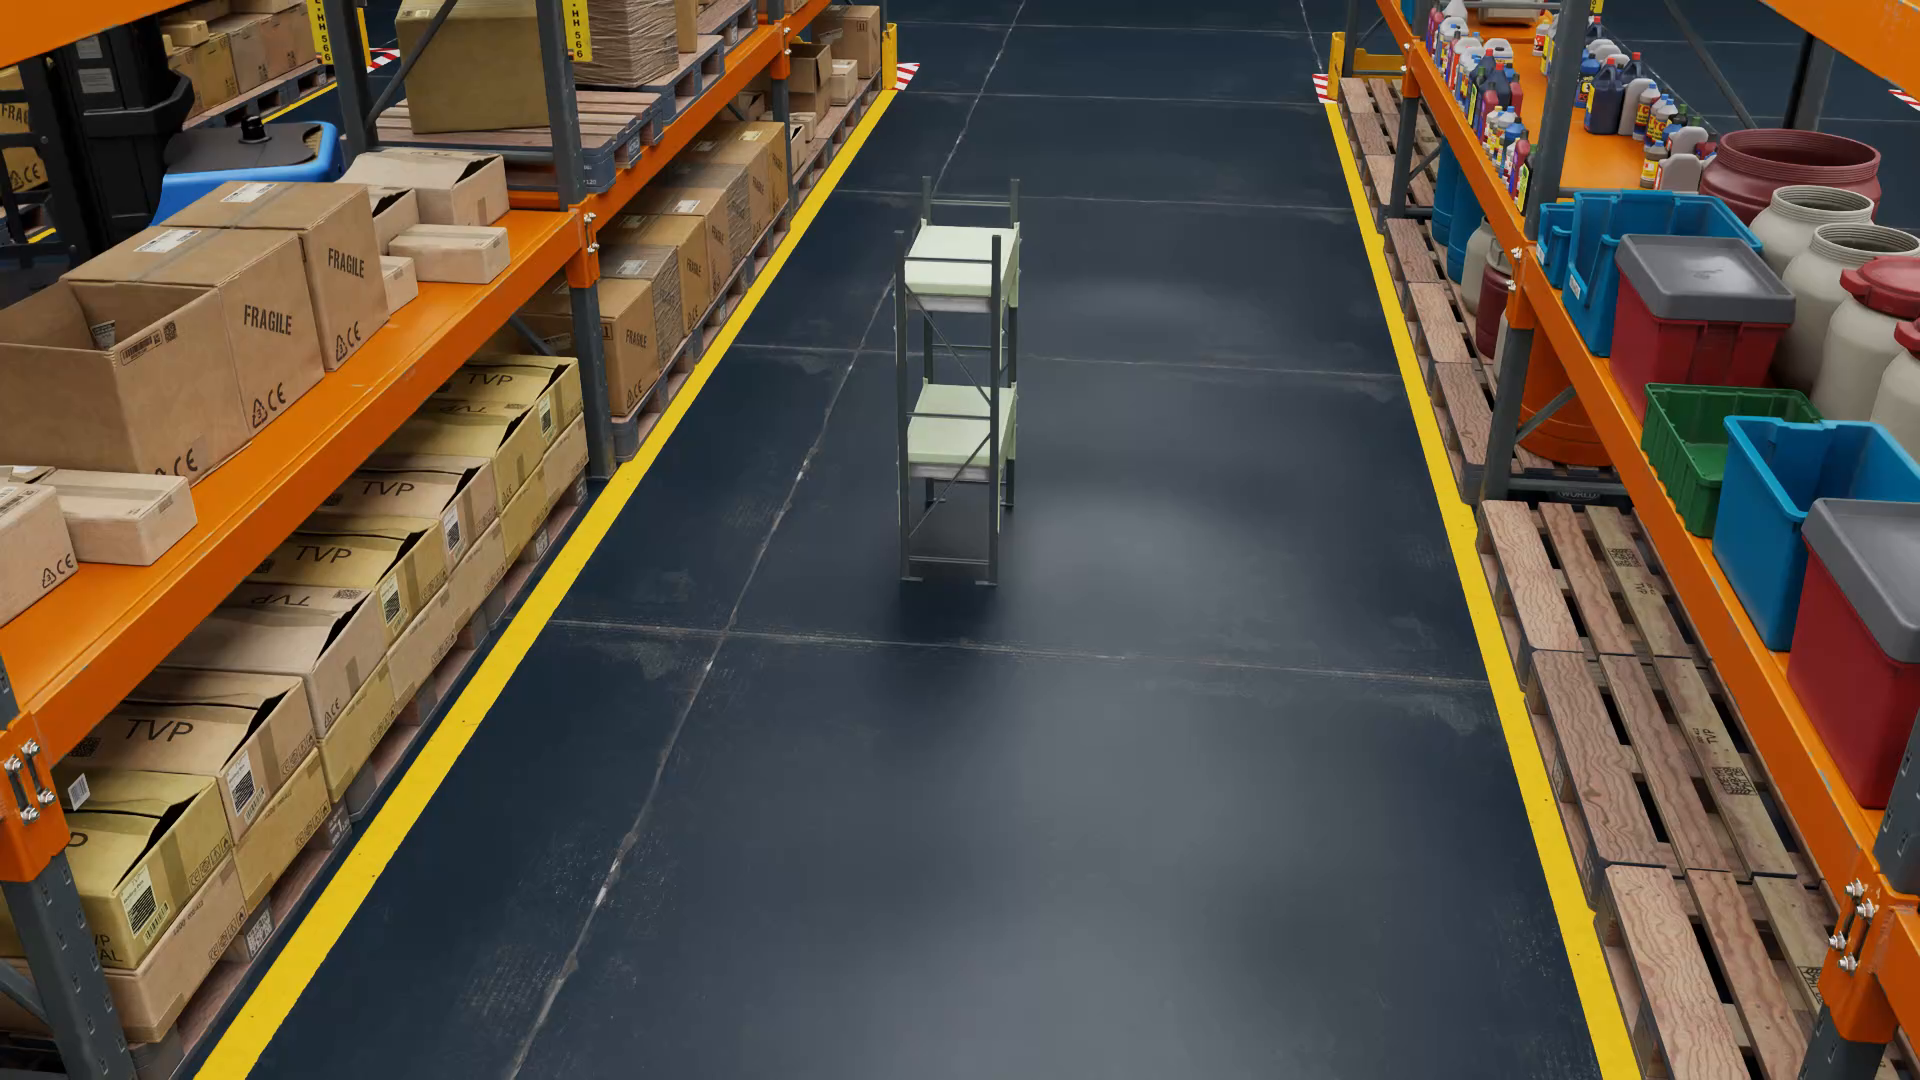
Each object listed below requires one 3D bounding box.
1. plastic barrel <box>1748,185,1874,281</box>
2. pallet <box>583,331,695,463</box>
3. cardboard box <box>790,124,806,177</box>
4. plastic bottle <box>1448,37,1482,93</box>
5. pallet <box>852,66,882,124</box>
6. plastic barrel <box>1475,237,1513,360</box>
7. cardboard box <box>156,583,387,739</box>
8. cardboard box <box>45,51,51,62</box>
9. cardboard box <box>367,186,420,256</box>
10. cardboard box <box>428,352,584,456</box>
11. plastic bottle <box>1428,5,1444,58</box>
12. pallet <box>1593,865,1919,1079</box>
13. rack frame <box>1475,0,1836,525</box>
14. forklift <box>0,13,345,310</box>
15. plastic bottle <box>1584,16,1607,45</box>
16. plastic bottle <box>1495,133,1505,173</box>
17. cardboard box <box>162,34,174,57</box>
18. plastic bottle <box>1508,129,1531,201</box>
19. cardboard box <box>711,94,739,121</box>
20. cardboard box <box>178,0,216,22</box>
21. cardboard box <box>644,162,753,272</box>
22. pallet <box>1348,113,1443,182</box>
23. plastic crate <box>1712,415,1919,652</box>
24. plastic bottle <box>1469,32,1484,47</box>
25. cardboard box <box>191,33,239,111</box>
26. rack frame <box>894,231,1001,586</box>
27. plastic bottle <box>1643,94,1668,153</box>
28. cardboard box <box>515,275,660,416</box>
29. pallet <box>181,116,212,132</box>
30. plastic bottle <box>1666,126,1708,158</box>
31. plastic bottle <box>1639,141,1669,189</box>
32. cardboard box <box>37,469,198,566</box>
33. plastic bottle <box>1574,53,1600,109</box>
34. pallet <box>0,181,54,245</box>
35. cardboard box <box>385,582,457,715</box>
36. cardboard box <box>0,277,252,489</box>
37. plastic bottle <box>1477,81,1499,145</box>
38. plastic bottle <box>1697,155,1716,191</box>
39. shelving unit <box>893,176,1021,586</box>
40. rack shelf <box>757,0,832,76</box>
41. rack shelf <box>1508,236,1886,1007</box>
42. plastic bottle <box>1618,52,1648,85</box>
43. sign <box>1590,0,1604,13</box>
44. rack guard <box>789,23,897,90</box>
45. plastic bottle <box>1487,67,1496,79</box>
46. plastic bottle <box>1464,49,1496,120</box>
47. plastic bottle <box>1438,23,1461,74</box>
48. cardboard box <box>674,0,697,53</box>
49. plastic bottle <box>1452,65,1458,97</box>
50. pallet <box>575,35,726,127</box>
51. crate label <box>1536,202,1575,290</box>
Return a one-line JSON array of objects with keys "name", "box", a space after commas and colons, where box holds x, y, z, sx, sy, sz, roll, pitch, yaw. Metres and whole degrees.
[{"name": "plastic barrel", "box": [2.878, -0.914, 5.665, 0.421, 0.512, 0.421, 0, 28, 0]}, {"name": "pallet", "box": [-1.995, -0.772, 8.461, 1.003, 0.211, 1.213, 3, 28, 6]}, {"name": "cardboard box", "box": [-1.368, -2.728, 11.523, 0.500, 0.311, 0.500, 3, 28, 6]}, {"name": "plastic bottle", "box": [2.733, -2.558, 8.966, 0.152, 0.276, 0.135, 3, 28, 6]}, {"name": "pallet", "box": [-1.250, -3.777, 14.039, 1.003, 0.211, 1.213, 3, 28, 6]}, {"name": "plastic barrel", "box": [2.973, -1.247, 8.502, 0.600, 0.588, 0.708, 3, 28, 6]}, {"name": "cardboard box", "box": [-2.187, 0.352, 5.299, 0.500, 0.311, 0.500, 2, 28, 5]}, {"name": "cardboard box", "box": [-6.572, -3.479, 12.054, 0.380, 0.149, 0.250, 3, 28, 6]}, {"name": "cardboard box", "box": [-2.426, -1.202, 6.412, 0.500, 0.311, 0.500, 3, 28, 6]}, {"name": "cardboard box", "box": [-1.944, -0.611, 7.086, 0.500, 0.311, 0.500, 4, 29, 8]}, {"name": "plastic bottle", "box": [2.797, -2.982, 9.745, 0.061, 0.283, 0.133, 3, 28, 6]}, {"name": "pallet", "box": [2.359, 1.378, 4.470, 1.003, 0.211, 1.213, 3, 28, 6]}, {"name": "rack frame", "box": [2.792, -1.361, 6.614, 1.000, 3.000, 0.127, 3, 28, 6]}, {"name": "forklift", "box": [-4.844, -2.313, 8.452, 3.031, 2.935, 1.130, -8, 29, -14]}, {"name": "plastic bottle", "box": [3.471, -2.683, 9.120, 0.144, 0.351, 0.185, 3, 28, 6]}, {"name": "plastic bottle", "box": [2.514, -1.788, 7.616, 0.097, 0.201, 0.097, 0, 28, 0]}, {"name": "cardboard box", "box": [-6.134, -3.686, 12.438, 0.380, 0.149, 0.250, 4, 29, 8]}, {"name": "plastic bottle", "box": [2.446, -1.633, 7.242, 0.061, 0.283, 0.133, 3, 28, 6]}, {"name": "cardboard box", "box": [-1.846, -2.911, 11.663, 0.500, 0.500, 0.500, 3, 28, 6]}, {"name": "cardboard box", "box": [-6.353, -4.331, 13.636, 0.380, 0.149, 0.250, 4, 29, 7]}, {"name": "cardboard box", "box": [-1.541, -1.909, 9.803, 0.500, 0.500, 0.500, 4, 29, 7]}, {"name": "pallet", "box": [3.480, -2.940, 12.485, 1.003, 0.211, 1.213, 3, 28, 6]}, {"name": "plastic crate", "box": [2.128, -0.008, 4.120, 0.392, 0.384, 0.575, 3, 28, 6]}, {"name": "plastic bottle", "box": [2.928, -2.790, 9.475, 0.097, 0.201, 0.097, 0, 28, 0]}, {"name": "cardboard box", "box": [-6.227, -3.728, 13.200, 0.700, 0.500, 0.500, 4, 29, 7]}, {"name": "rack frame", "box": [-0.046, -0.485, 6.569, 0.400, 1.500, 0.023, 3, 28, 6]}, {"name": "plastic bottle", "box": [3.320, -1.977, 7.893, 0.097, 0.271, 0.097, 0, 28, 0]}, {"name": "cardboard box", "box": [-1.785, -0.941, 8.007, 0.500, 0.500, 0.500, 5, 29, 8]}, {"name": "pallet", "box": [-6.380, -2.945, 12.495, 1.003, 0.211, 1.213, 3, 28, 6]}, {"name": "plastic bottle", "box": [3.222, -1.709, 7.390, 0.152, 0.276, 0.135, 3, 28, 6]}, {"name": "plastic bottle", "box": [3.096, -1.675, 7.405, 0.097, 0.201, 0.097, 0, 28, 0]}, {"name": "cardboard box", "box": [-2.303, -0.062, 4.468, 0.380, 0.149, 0.250, 3, 28, 6]}, {"name": "plastic bottle", "box": [3.277, -2.399, 8.677, 0.097, 0.271, 0.097, 0, 28, 0]}, {"name": "pallet", "box": [-6.570, -2.224, 11.156, 1.003, 0.211, 1.213, 3, 28, 6]}, {"name": "cardboard box", "box": [-2.131, 0.359, 5.878, 0.500, 0.250, 0.500, 4, 29, 7]}, {"name": "cardboard box", "box": [-2.439, -0.420, 4.762, 0.500, 0.500, 0.500, 5, 29, 10]}, {"name": "plastic bottle", "box": [2.558, -2.063, 8.039, 0.061, 0.283, 0.133, 3, 28, 6]}, {"name": "plastic bottle", "box": [3.165, -1.491, 6.986, 0.152, 0.276, 0.135, 3, 28, 6]}, {"name": "shelving unit", "box": [-0.001, -0.657, 6.888, 0.431, 1.500, 0.755, 3, 28, 6]}, {"name": "rack shelf", "box": [-1.389, -4.158, 12.564, 1.077, 0.370, 4.000, 3, 28, 6]}, {"name": "rack shelf", "box": [2.547, -0.103, 5.037, 1.077, 0.370, 4.000, 3, 28, 6]}, {"name": "plastic bottle", "box": [3.359, -2.252, 8.319, 0.144, 0.351, 0.185, 3, 28, 6]}, {"name": "sign", "box": [3.827, -3.333, 9.982, 0.100, 0.325, 0.005, 3, 28, 6]}, {"name": "rack guard", "box": [-1.153, -4.280, 14.668, 1.175, 0.500, 0.348, 3, 28, 6]}, {"name": "plastic bottle", "box": [2.657, -2.209, 8.311, 0.061, 0.283, 0.133, 3, 28, 6]}, {"name": "plastic bottle", "box": [2.658, -2.315, 8.436, 0.144, 0.351, 0.185, 3, 28, 6]}, {"name": "plastic bottle", "box": [2.761, -2.766, 9.358, 0.097, 0.271, 0.097, 0, 28, 0]}, {"name": "cardboard box", "box": [-1.789, -2.927, 8.972, 0.700, 0.500, 0.500, -4, 29, -7]}, {"name": "plastic bottle", "box": [2.692, -2.472, 8.885, 0.097, 0.201, 0.097, 0, 28, 0]}, {"name": "pallet", "box": [-1.890, -2.482, 8.896, 1.003, 0.211, 1.213, 3, 28, 6]}, {"name": "crate label", "box": [2.368, -1.111, 6.326, 0.303, 0.233, 0.416, 3, 28, 6]}]
